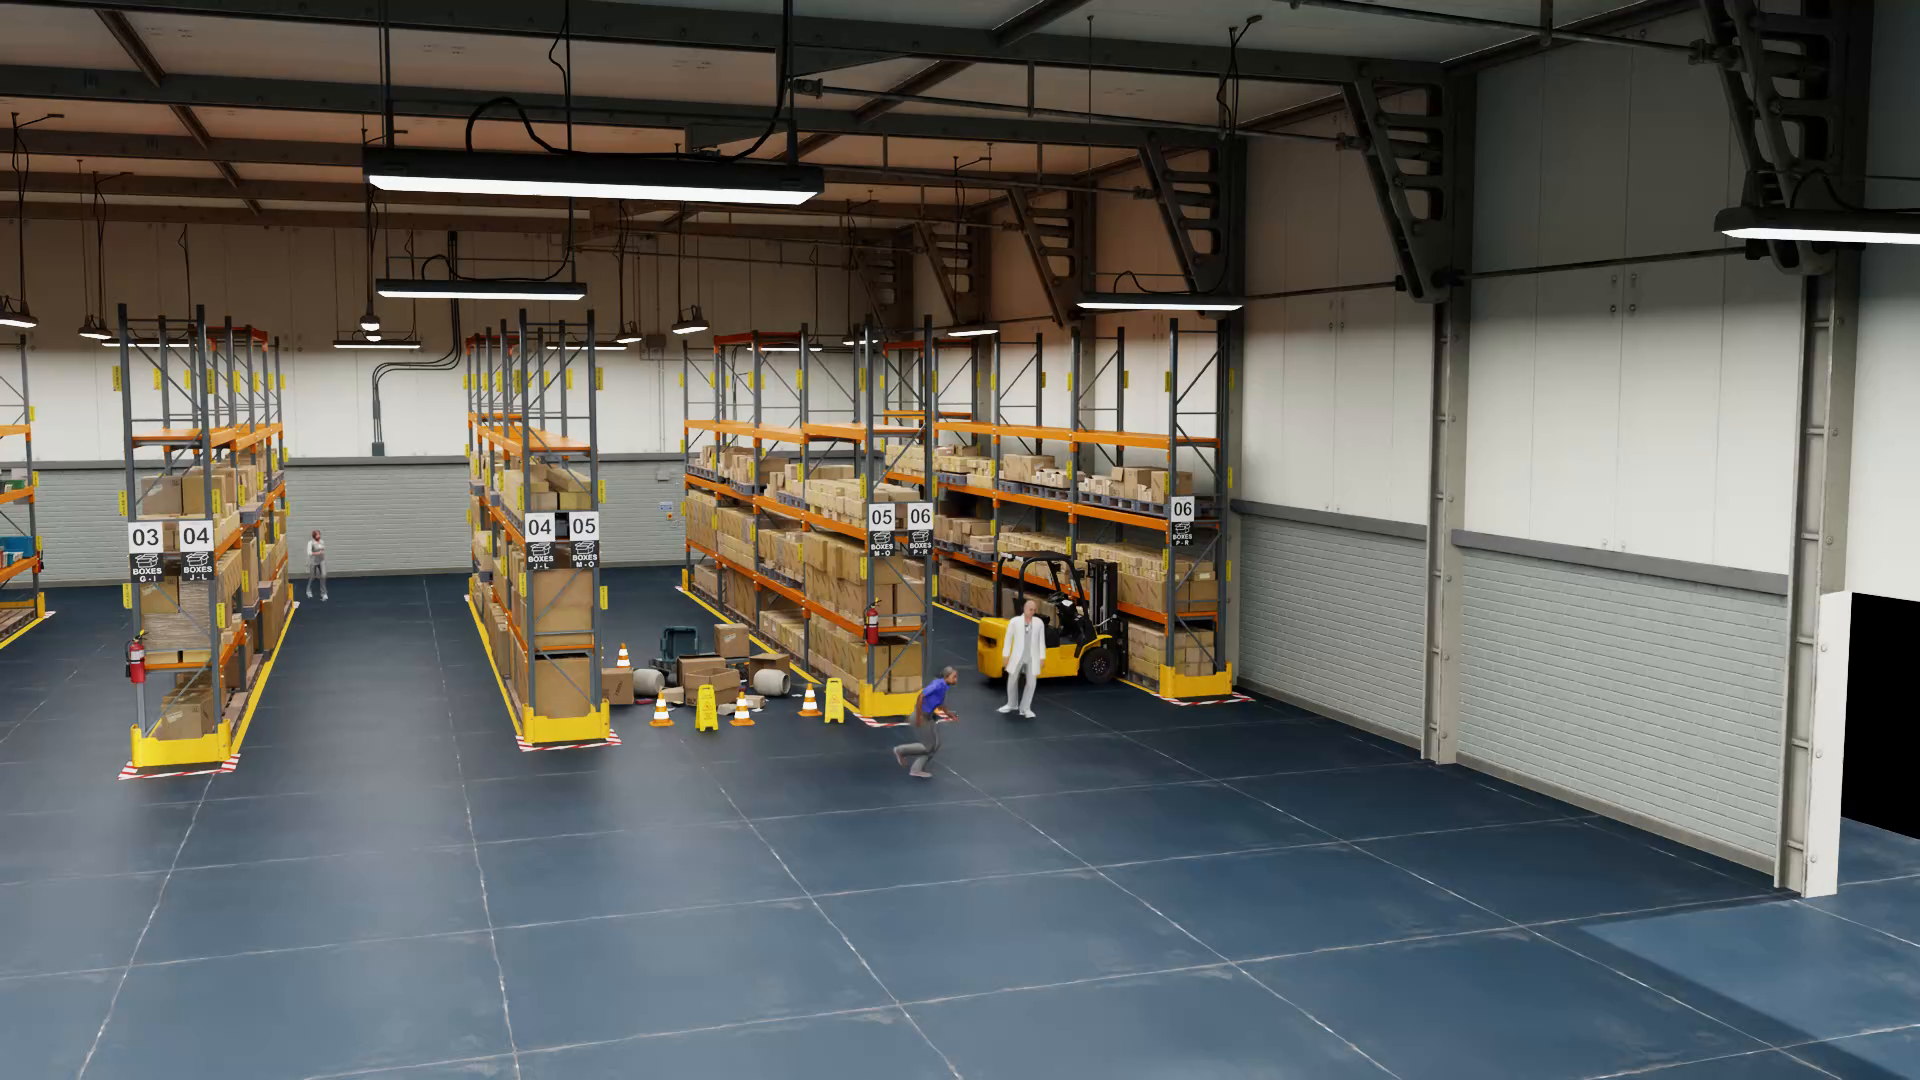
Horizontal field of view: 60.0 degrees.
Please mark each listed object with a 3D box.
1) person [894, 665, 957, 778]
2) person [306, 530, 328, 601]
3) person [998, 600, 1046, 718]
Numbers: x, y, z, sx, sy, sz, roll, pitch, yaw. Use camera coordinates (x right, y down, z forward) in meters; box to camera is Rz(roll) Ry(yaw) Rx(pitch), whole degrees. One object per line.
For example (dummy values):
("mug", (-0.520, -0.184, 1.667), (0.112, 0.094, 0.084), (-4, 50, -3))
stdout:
("person", (-0.439, 2.299, 21.004), (0.837, 1.464, 0.588), (1, 6, 14))
("person", (-14.787, 0.566, 38.192), (0.825, 1.626, 0.508), (5, 8, 44))
("person", (0.929, 1.766, 24.879), (0.706, 1.759, 0.513), (-1, 5, -6))
